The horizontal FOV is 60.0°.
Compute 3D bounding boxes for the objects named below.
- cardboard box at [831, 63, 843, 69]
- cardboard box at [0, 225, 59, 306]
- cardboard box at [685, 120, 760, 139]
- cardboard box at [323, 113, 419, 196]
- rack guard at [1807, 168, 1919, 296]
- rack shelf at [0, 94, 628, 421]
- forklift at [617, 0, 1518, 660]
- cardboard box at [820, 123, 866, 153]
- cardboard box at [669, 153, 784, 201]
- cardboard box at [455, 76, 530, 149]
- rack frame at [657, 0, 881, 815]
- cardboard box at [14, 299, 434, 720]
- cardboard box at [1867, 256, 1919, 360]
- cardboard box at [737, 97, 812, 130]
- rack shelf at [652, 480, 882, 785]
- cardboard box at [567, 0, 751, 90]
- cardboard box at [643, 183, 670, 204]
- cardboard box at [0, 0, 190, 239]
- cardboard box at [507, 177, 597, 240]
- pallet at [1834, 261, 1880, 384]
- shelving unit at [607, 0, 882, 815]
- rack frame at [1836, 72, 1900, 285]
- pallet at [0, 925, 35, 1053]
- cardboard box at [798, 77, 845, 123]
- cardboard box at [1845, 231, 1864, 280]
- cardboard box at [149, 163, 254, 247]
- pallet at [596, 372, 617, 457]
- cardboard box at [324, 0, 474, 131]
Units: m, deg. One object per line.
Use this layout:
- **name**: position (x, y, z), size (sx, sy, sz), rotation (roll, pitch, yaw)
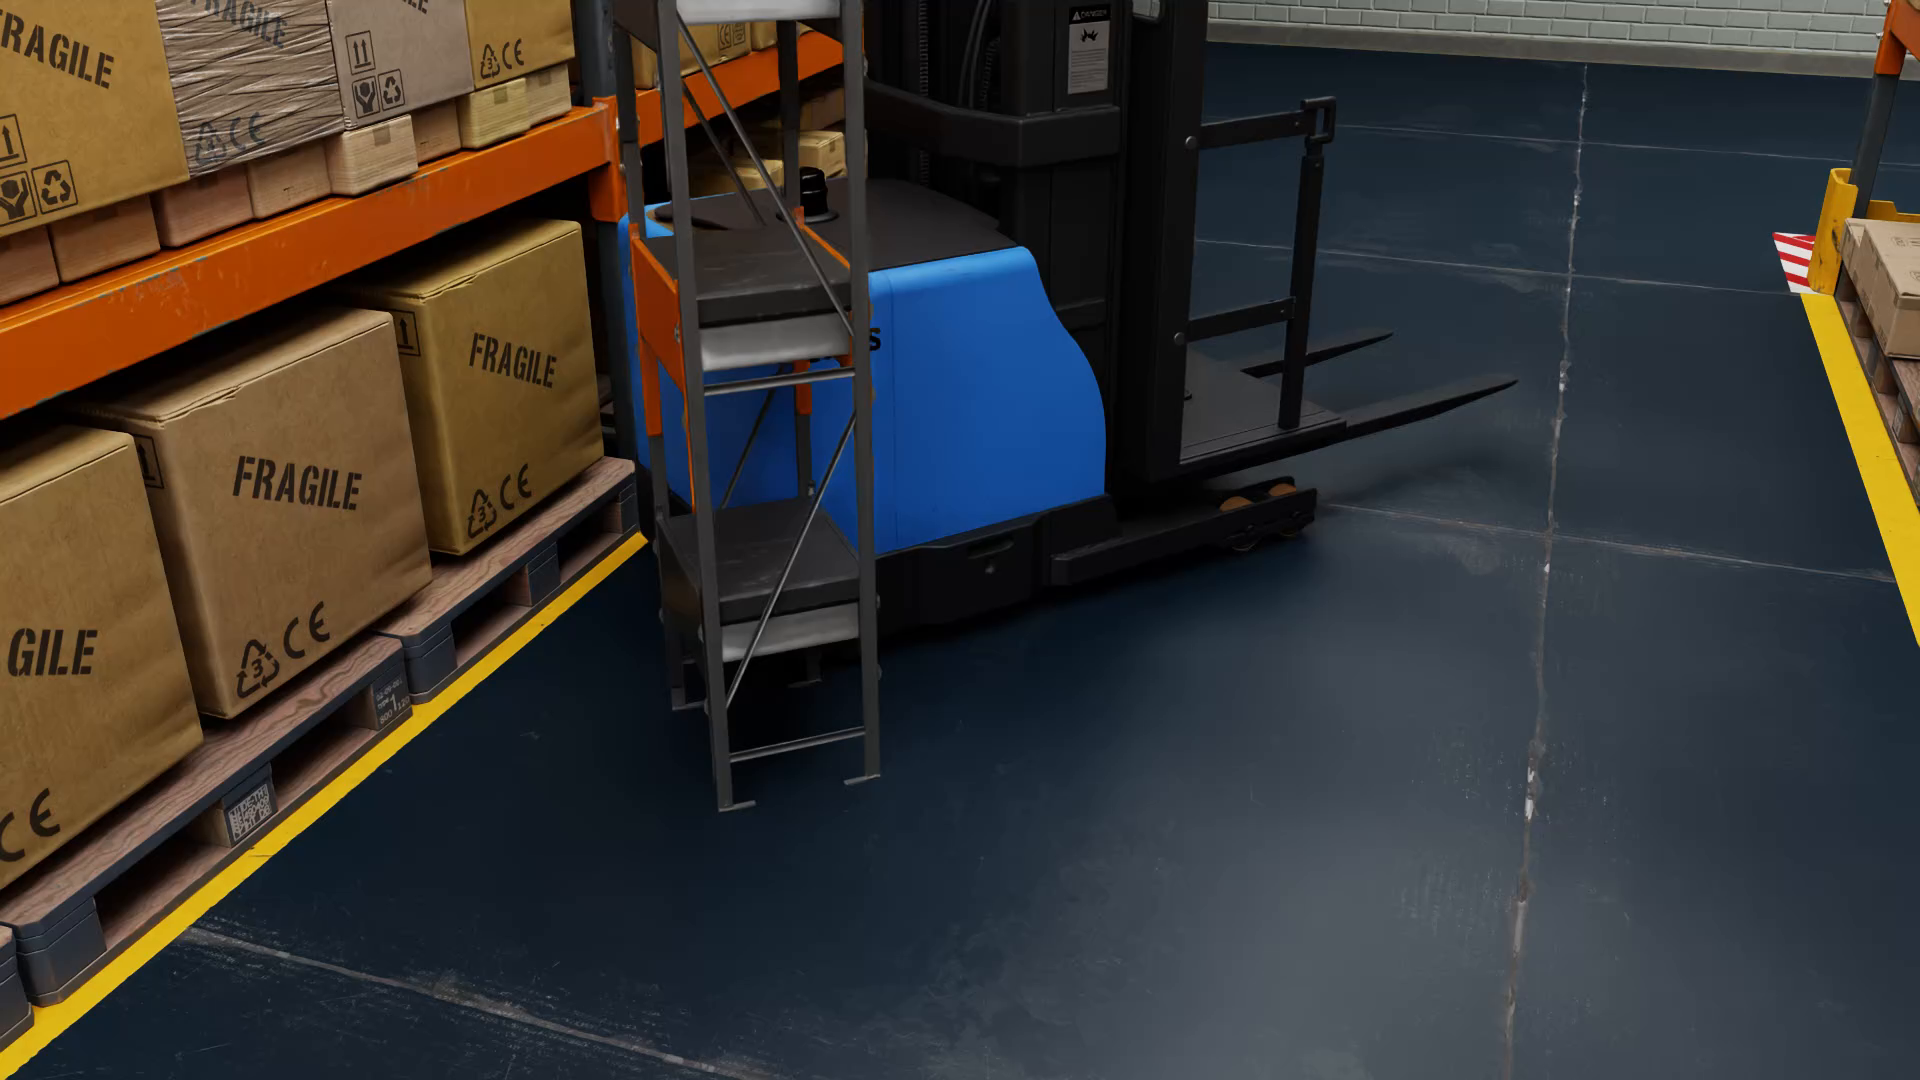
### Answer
- **cardboard box**: position (-0.444, -2.339, 8.281), size (0.380, 0.149, 0.250), rotation (9, 27, 18)
- **cardboard box**: position (-1.992, -0.547, 3.203), size (0.380, 0.149, 0.250), rotation (9, 27, 18)
- **cardboard box**: position (-1.034, -1.608, 6.771), size (0.380, 0.149, 0.250), rotation (9, 27, 18)
- **cardboard box**: position (-1.558, -0.953, 4.042), size (0.380, 0.149, 0.250), rotation (9, 27, 17)
- **rack guard**: position (4.489, -1.332, 7.427), size (1.175, 0.500, 0.348), rotation (9, 27, 17)
- **rack shelf**: position (-2.155, -0.416, 3.492), size (1.077, 0.370, 4.000), rotation (9, 27, 17)
- **forklift**: position (0.530, -1.464, 4.911), size (3.031, 2.935, 1.130), rotation (-15, 30, -29)
- **cardboard box**: position (-0.630, -1.554, 7.405), size (0.700, 0.500, 0.500), rotation (8, 27, 16)
- **cardboard box**: position (-0.858, -1.324, 6.184), size (0.380, 0.149, 0.250), rotation (10, 27, 19)
- **cardboard box**: position (-1.397, -1.170, 4.490), size (0.380, 0.149, 0.250), rotation (9, 27, 18)
- **rack frame**: position (-0.382, -0.332, 3.527), size (0.400, 2.100, 0.015), rotation (-10, 27, -19)
- **cardboard box**: position (-1.876, -0.131, 4.063), size (0.750, 0.750, 0.750), rotation (10, 27, 19)
- **cardboard box**: position (3.733, -0.855, 6.225), size (0.500, 0.250, 0.500), rotation (9, 27, 17)
- **cardboard box**: position (-0.864, -1.818, 7.205), size (0.380, 0.149, 0.250), rotation (9, 27, 18)
- **rack shelf**: position (-0.471, 0.211, 4.042), size (0.431, 0.518, 0.480), rotation (-10, 27, -19)
- **cardboard box**: position (-1.294, -1.917, 5.423), size (0.980, 0.700, 0.700), rotation (9, 27, 18)
- **cardboard box**: position (-0.974, -1.124, 6.515), size (0.700, 0.500, 0.500), rotation (8, 27, 17)
- **cardboard box**: position (-1.902, -0.901, 3.189), size (0.500, 0.500, 0.500), rotation (10, 27, 19)
- **cardboard box**: position (-1.379, -1.179, 5.885), size (0.380, 0.149, 0.250), rotation (9, 27, 17)
- **pallet**: position (4.224, -0.874, 6.813), size (1.003, 0.211, 1.213), rotation (9, 27, 17)
- **shelving unit**: position (-0.471, -0.431, 3.731), size (0.431, 2.100, 0.503), rotation (-10, 27, -19)
- **rack frame**: position (4.514, -2.488, 6.947), size (1.000, 3.000, 0.127), rotation (9, 27, 17)
- **pallet**: position (-2.487, 1.025, 2.892), size (1.003, 0.211, 1.213), rotation (9, 27, 17)
- **cardboard box**: position (-0.696, -2.028, 7.639), size (0.380, 0.149, 0.250), rotation (9, 27, 18)
- **cardboard box**: position (3.968, -1.186, 7.004), size (0.380, 0.166, 0.250), rotation (9, 27, 17)
- **cardboard box**: position (-1.799, -0.761, 3.646), size (0.380, 0.149, 0.250), rotation (8, 27, 16)
- **pallet**: position (-1.163, -0.607, 6.262), size (1.003, 0.211, 1.213), rotation (9, 27, 17)
- **cardboard box**: position (-1.566, -1.312, 4.038), size (0.500, 0.500, 0.500), rotation (9, 27, 18)
